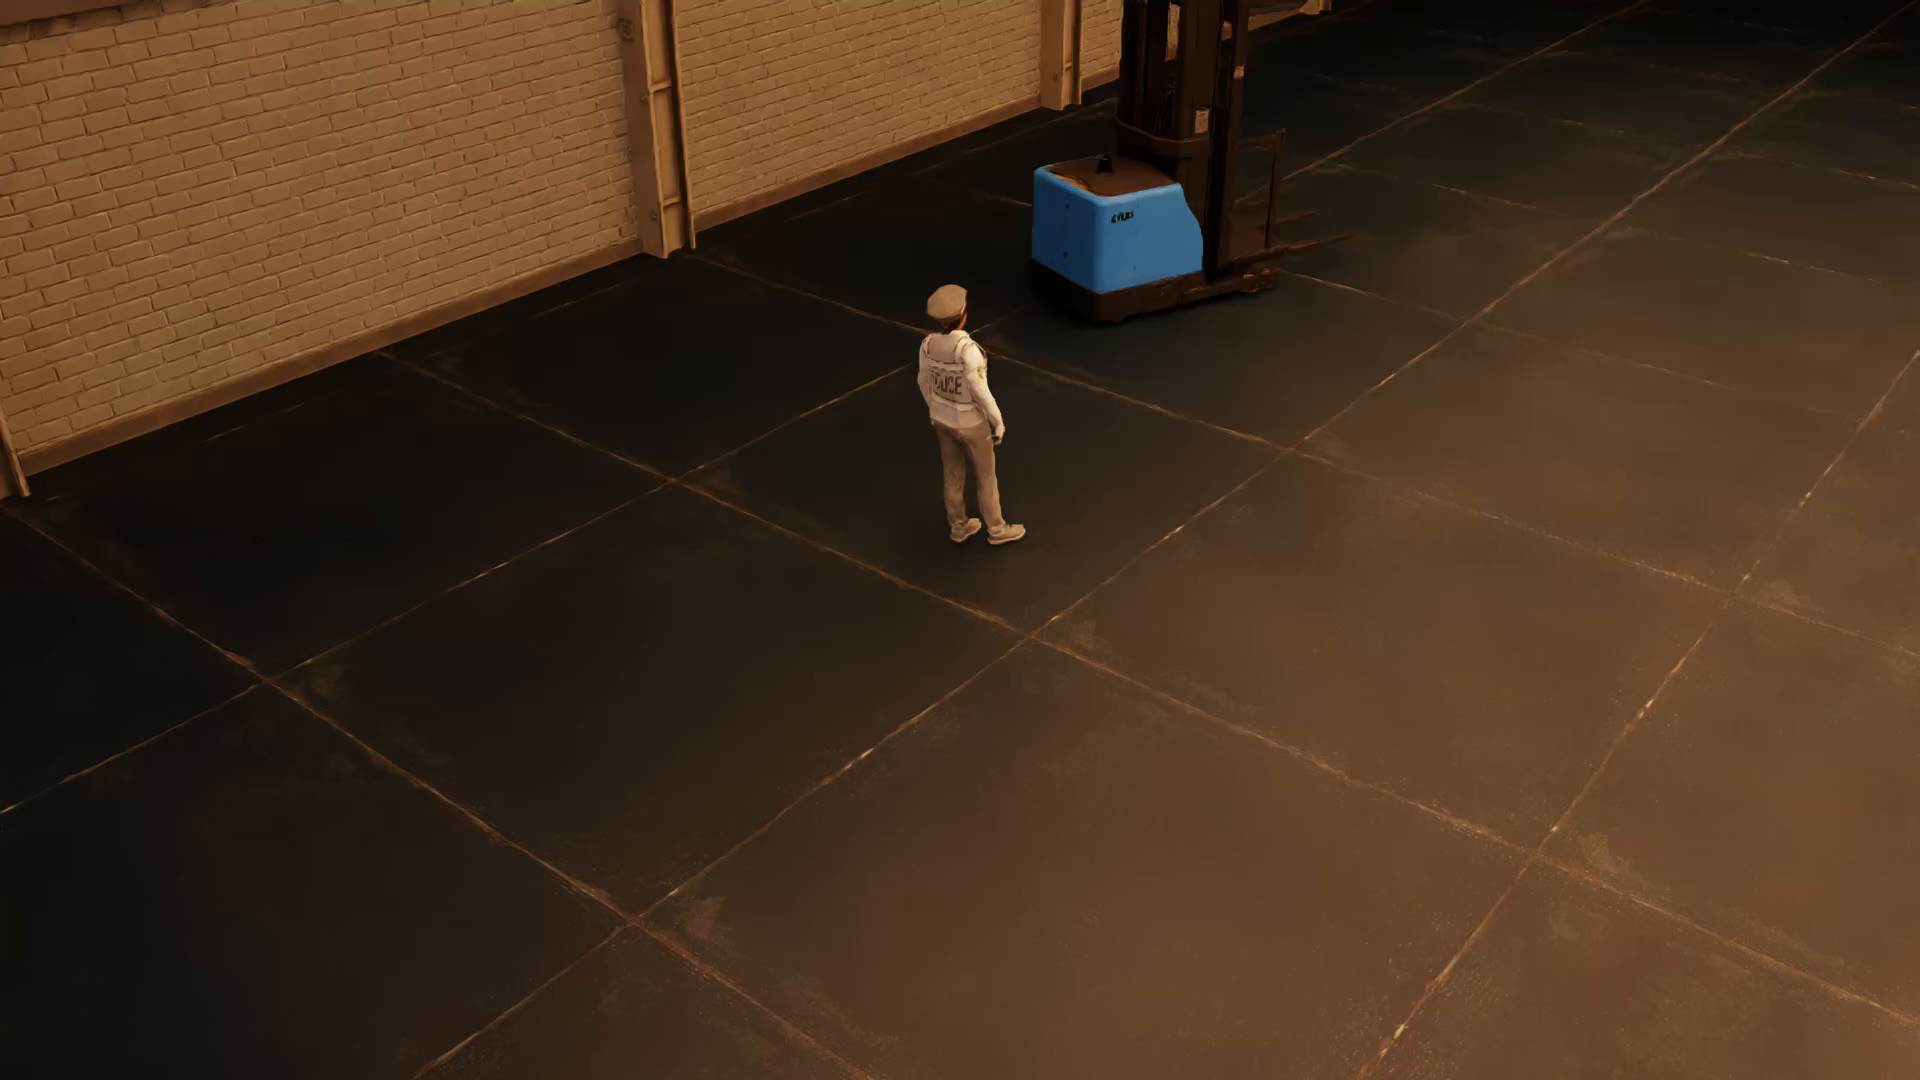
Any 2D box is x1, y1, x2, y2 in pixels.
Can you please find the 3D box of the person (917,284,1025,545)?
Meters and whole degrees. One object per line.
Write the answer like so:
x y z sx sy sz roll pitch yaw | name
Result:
0.048 -0.762 10.110 0.586 1.695 0.533 22 37 33 | person

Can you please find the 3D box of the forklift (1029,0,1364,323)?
2.114 -3.563 13.692 3.031 2.935 1.130 -17 34 -26 | forklift
